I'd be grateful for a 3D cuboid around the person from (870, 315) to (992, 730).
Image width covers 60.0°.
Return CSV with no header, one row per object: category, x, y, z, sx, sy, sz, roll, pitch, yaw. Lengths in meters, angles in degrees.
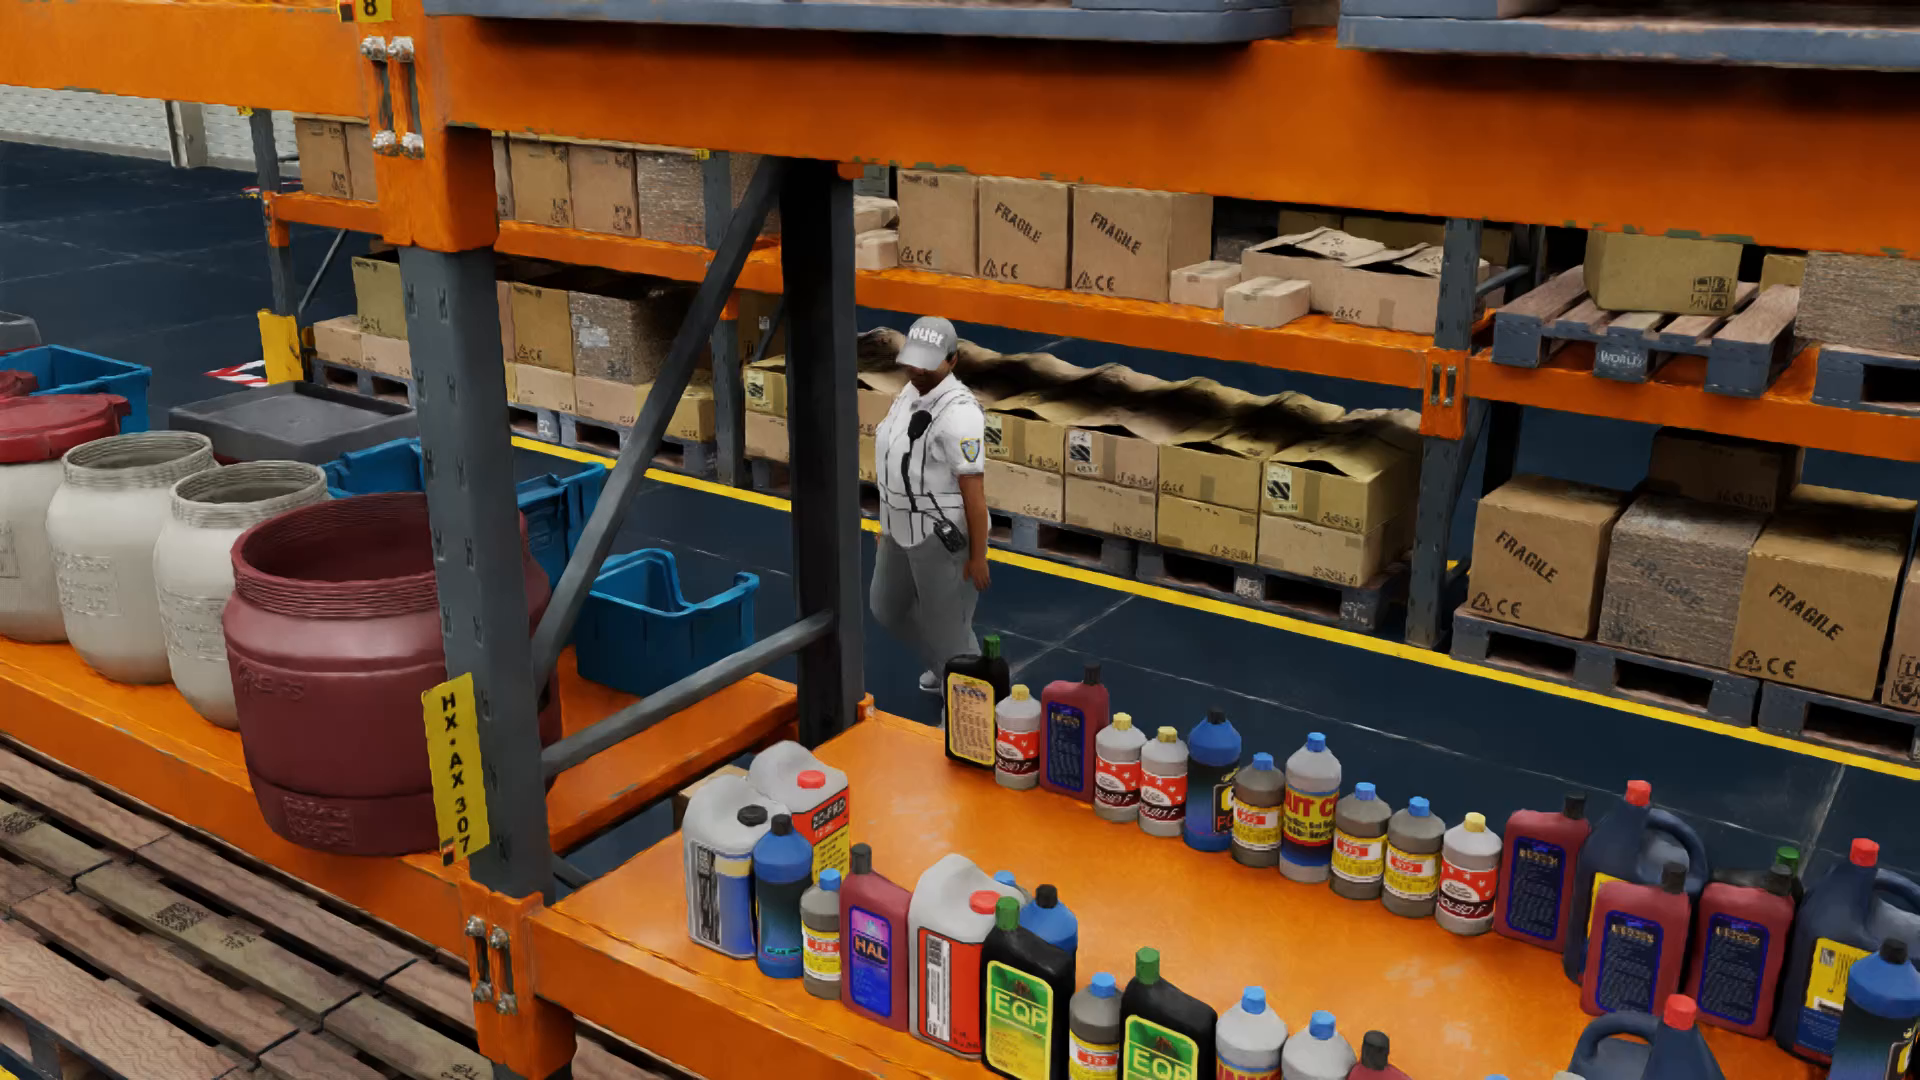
person,-0.091,-0.038,6.132,0.470,1.656,0.666,-9,22,-24
